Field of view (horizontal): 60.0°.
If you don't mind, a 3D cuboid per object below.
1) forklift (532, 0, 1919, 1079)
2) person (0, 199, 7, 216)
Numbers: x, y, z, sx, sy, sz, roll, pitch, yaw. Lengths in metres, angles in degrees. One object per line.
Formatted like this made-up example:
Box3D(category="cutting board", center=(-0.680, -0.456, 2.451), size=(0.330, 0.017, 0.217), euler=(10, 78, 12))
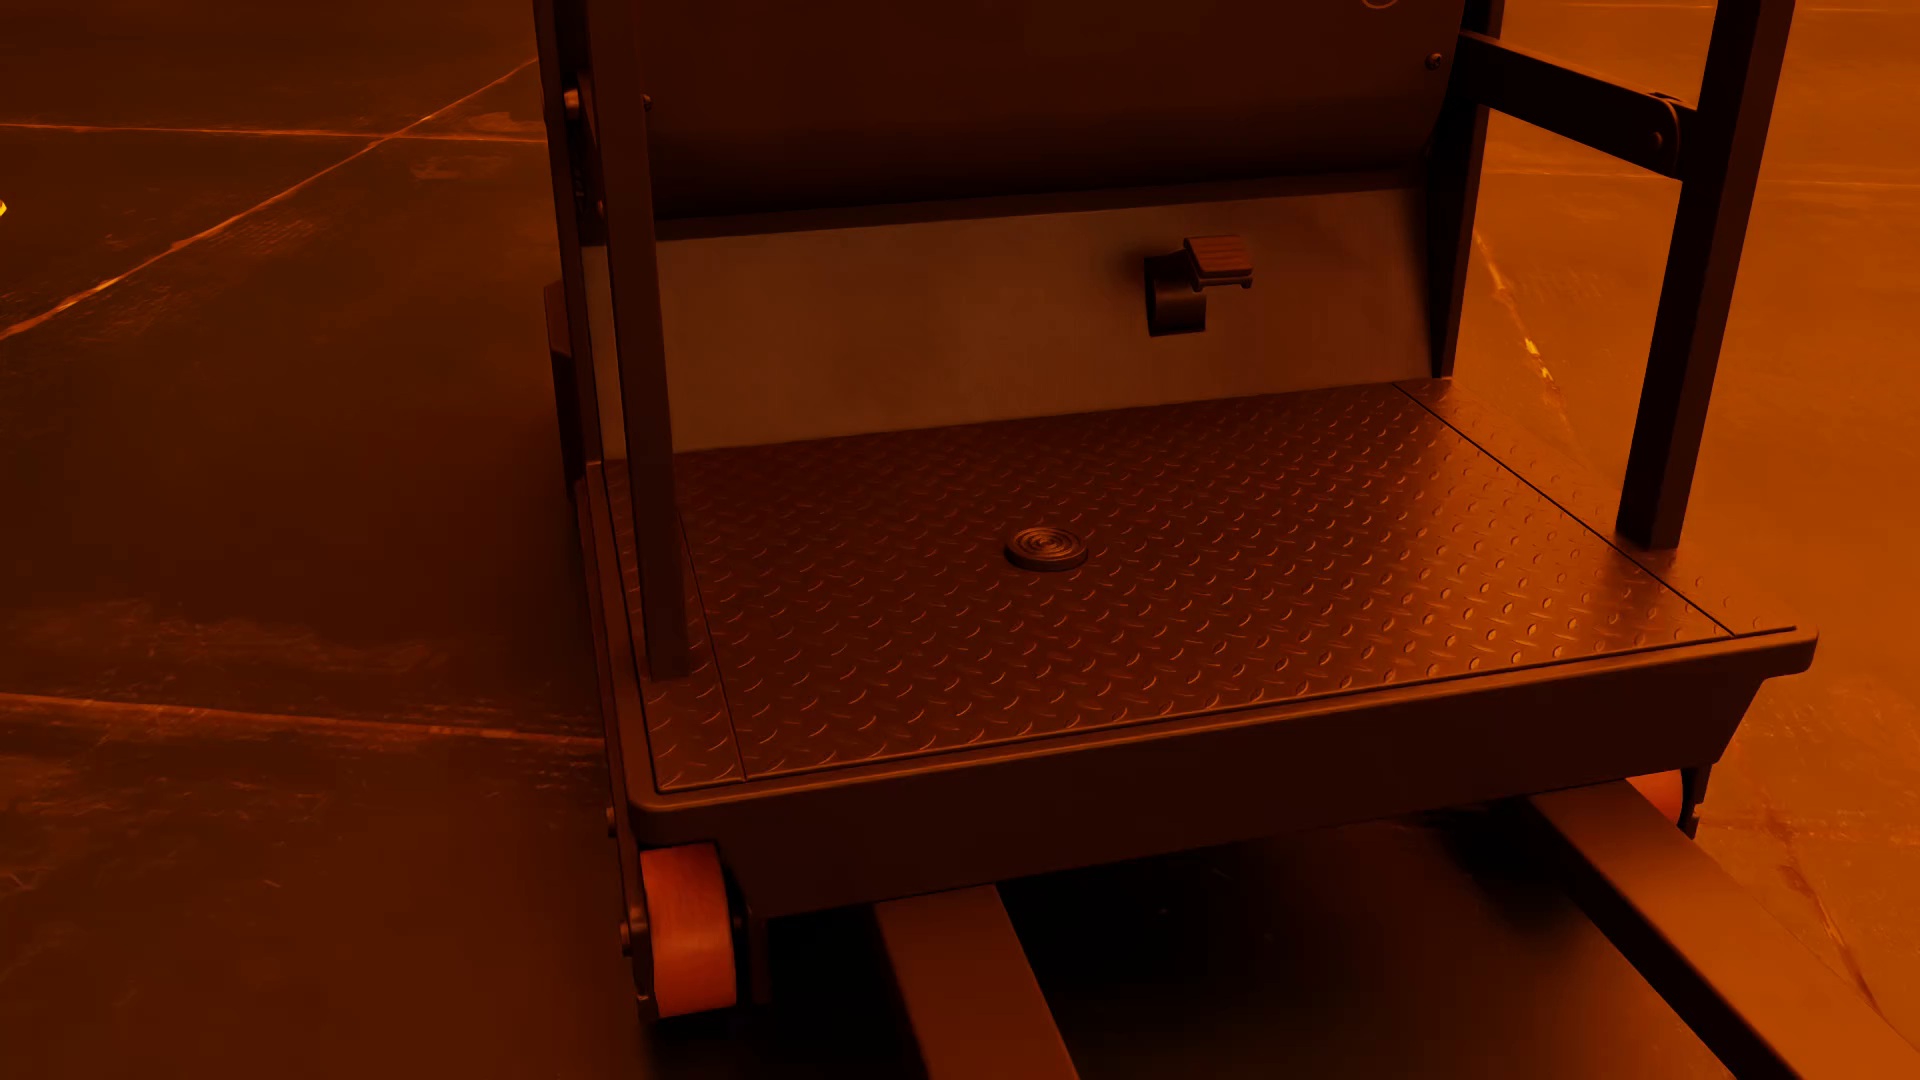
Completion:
Box3D(category="forklift", center=(0.153, -1.049, 1.319), size=(1.130, 2.935, 3.031), euler=(-7, 27, -13))
Box3D(category="person", center=(-2.516, -1.411, 3.645), size=(0.660, 1.545, 0.509), euler=(8, 28, 16))
